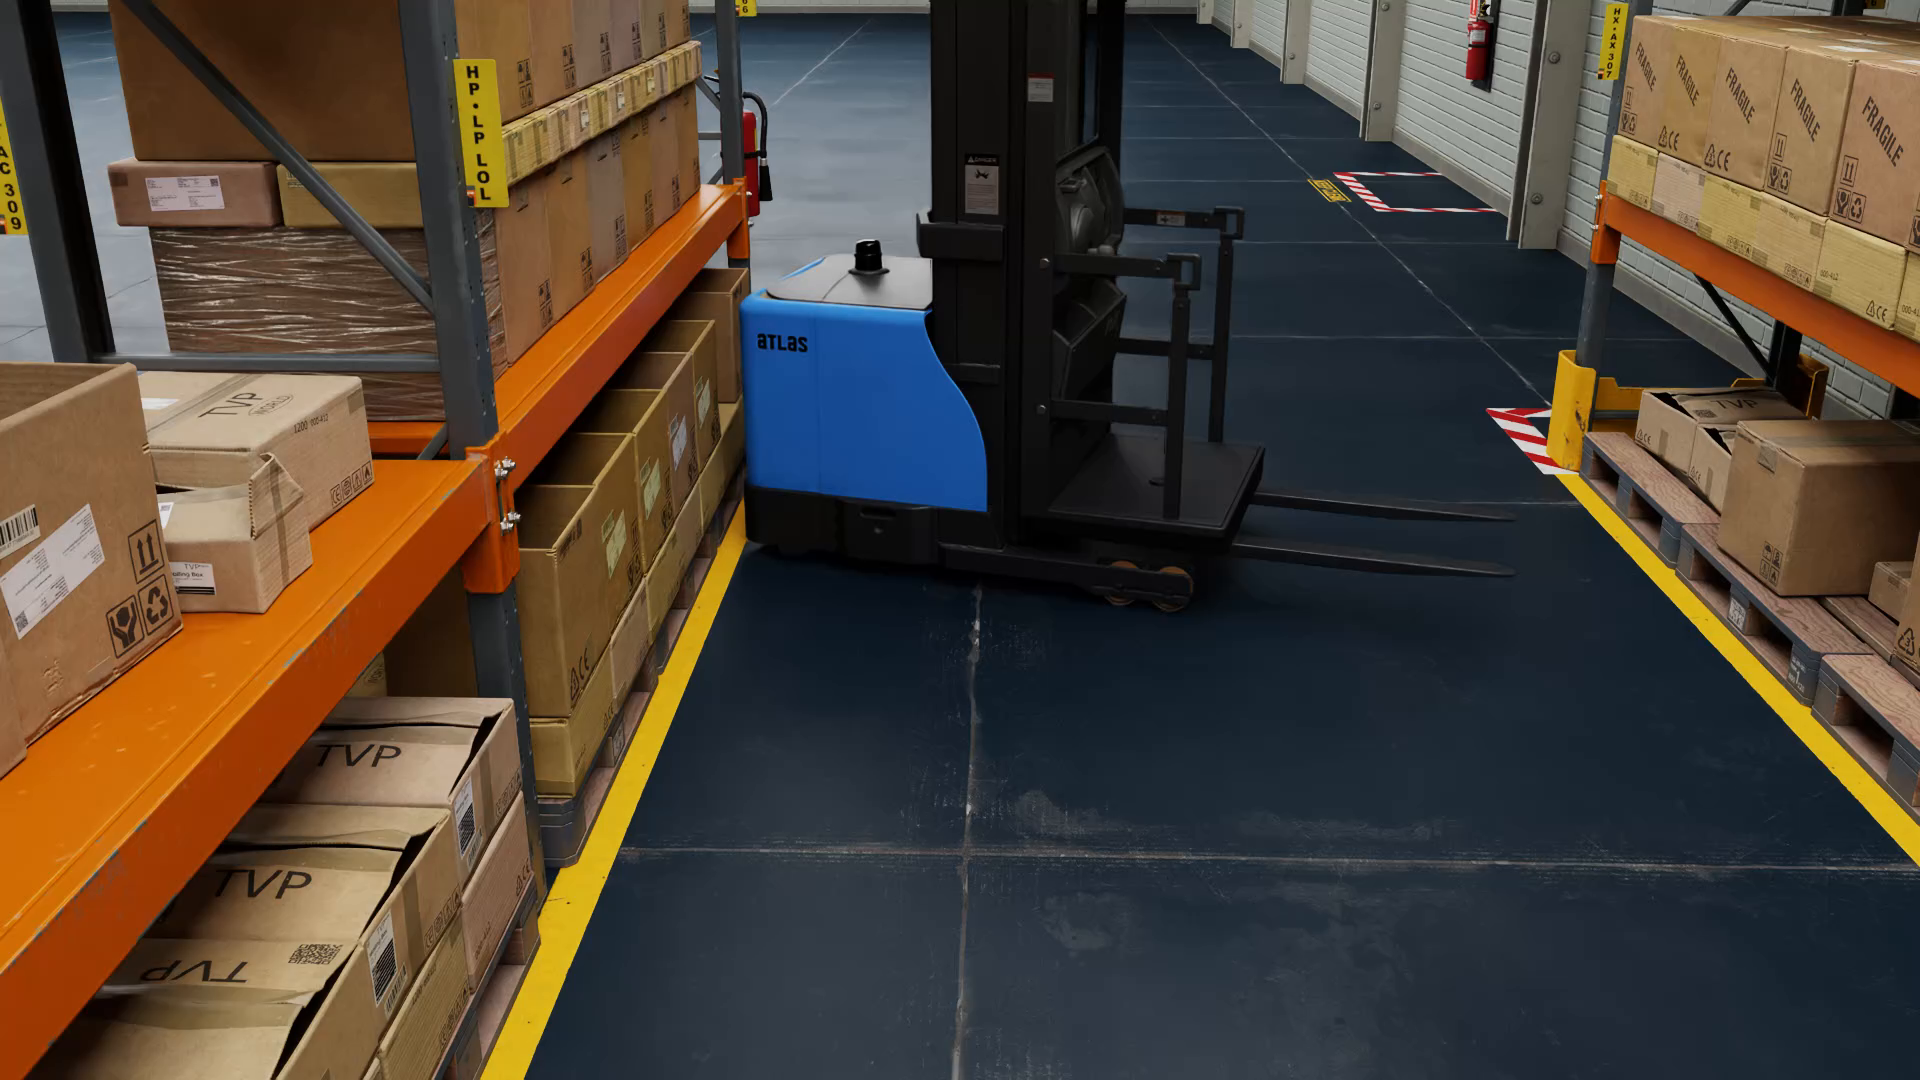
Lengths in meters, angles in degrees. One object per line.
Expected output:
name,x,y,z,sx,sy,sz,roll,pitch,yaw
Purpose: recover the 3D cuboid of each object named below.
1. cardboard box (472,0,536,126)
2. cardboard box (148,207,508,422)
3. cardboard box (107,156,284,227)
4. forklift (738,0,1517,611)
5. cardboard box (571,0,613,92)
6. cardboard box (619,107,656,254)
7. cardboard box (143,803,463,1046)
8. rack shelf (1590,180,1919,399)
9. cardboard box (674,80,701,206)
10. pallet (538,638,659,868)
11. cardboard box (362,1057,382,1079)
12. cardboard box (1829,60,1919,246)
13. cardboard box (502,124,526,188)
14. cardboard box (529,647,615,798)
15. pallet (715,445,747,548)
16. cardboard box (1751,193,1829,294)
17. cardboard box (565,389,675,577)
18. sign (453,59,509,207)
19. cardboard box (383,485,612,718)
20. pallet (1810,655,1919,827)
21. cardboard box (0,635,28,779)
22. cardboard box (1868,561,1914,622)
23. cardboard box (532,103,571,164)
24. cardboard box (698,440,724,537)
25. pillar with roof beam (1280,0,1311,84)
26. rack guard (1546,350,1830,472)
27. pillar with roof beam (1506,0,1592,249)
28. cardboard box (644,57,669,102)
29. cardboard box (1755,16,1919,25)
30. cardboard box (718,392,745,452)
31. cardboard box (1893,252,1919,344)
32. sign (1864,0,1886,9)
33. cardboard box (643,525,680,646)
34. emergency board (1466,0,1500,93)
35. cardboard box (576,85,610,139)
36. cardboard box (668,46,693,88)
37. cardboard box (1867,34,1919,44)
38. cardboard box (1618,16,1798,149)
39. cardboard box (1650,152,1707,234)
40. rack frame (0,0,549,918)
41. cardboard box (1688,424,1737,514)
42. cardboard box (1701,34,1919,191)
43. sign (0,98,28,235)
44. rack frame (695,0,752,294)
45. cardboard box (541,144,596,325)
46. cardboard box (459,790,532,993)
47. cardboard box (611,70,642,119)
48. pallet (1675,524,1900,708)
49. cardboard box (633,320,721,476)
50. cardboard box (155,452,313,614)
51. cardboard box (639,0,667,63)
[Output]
cardboard box,-1.603,-1.408,4.580,0.700,0.500,0.500,1,21,1
cardboard box,-1.617,-0.621,4.343,0.700,0.500,0.500,0,21,0
cardboard box,-1.830,-0.863,4.072,0.380,0.149,0.250,1,21,2
forklift,0.689,-1.310,6.354,3.031,2.935,1.130,7,22,16
cardboard box,-1.571,-1.770,5.512,0.700,0.500,0.500,1,21,2
cardboard box,-1.561,-1.368,6.270,0.700,0.500,0.500,1,21,2
cardboard box,-1.359,0.749,3.397,0.500,0.311,0.500,1,21,3
rack shelf,3.388,-0.748,5.805,1.077,0.370,4.000,1,21,2
cardboard box,-1.529,-1.738,7.222,0.700,0.500,0.500,1,21,2
pallet,-1.558,0.599,5.192,1.003,0.211,1.213,1,21,2
cardboard box,-1.379,1.194,3.027,0.500,0.250,0.500,1,21,3
cardboard box,3.068,-1.186,5.082,0.500,0.500,0.500,0,21,0
cardboard box,-1.409,-1.042,4.532,0.380,0.149,0.250,0,21,0
cardboard box,-1.307,0.508,4.793,0.500,0.250,0.500,1,21,2
pallet,-1.484,-0.283,7.466,1.003,0.211,1.213,1,21,2
cardboard box,3.076,-1.018,5.686,0.500,0.250,0.500,1,21,2
cardboard box,-1.267,-0.203,5.589,0.500,0.500,0.500,1,21,2
sign,-1.081,-0.914,3.746,0.100,0.325,0.005,1,21,2
cardboard box,-1.297,0.159,4.657,0.500,0.500,0.500,1,21,2
pallet,3.313,0.696,4.942,1.003,0.211,1.213,1,21,2
cardboard box,-1.695,0.189,2.257,0.500,0.500,0.500,1,21,2
cardboard box,3.396,0.186,5.737,0.380,0.149,0.250,-1,21,-3
cardboard box,-1.392,-1.227,5.009,0.380,0.149,0.250,0,21,0
cardboard box,-1.240,-0.215,6.656,0.500,0.250,0.500,1,21,2
pillar with roof beam,0.537,-10.896,22.672,9.100,9.000,0.400,1,21,2
rack guard,3.447,-0.614,7.920,1.175,0.500,0.348,1,21,2
pillar with roof beam,0.172,-6.558,11.489,9.100,9.000,0.400,1,21,2
cardboard box,-1.348,-1.790,6.462,0.380,0.149,0.250,1,21,2
cardboard box,3.647,-1.923,6.981,0.500,0.500,0.500,0,21,1
cardboard box,-1.223,-0.576,7.589,0.500,0.250,0.500,1,21,2
cardboard box,3.062,-0.654,4.748,0.500,0.250,0.500,1,21,2
sign,4.003,-2.480,7.237,0.100,0.325,0.005,1,21,2
cardboard box,-1.266,0.147,5.724,0.500,0.250,0.500,1,21,2
emergency board,4.588,-4.606,14.754,0.194,1.169,0.643,1,21,2
cardboard box,-1.379,-1.418,5.501,0.380,0.149,0.250,0,21,1
cardboard box,-1.330,-1.974,6.934,0.380,0.149,0.250,1,21,3
cardboard box,3.611,-1.554,6.030,0.500,0.500,0.500,0,21,0
cardboard box,3.134,-1.926,6.990,0.500,0.500,0.500,1,21,2
cardboard box,3.115,-1.385,6.632,0.500,0.250,0.500,0,21,0
rack frame,-1.624,-0.413,3.948,1.000,3.000,0.127,1,21,2
cardboard box,3.321,-0.303,6.772,0.500,0.311,0.500,2,21,6
cardboard box,3.087,-1.561,6.048,0.500,0.500,0.500,0,21,0
sign,-2.179,-0.860,3.791,0.100,0.325,0.005,1,21,2
rack frame,-1.502,-1.860,7.675,1.000,3.000,0.127,1,21,2
cardboard box,-1.588,-0.993,5.302,0.700,0.500,0.500,1,21,2
cardboard box,-1.347,0.826,3.975,0.500,0.250,0.500,0,21,1
cardboard box,-1.361,-1.600,5.972,0.380,0.149,0.250,1,21,3
pallet,3.347,0.254,6.082,1.003,0.211,1.213,1,21,2
cardboard box,-1.237,-0.564,6.521,0.500,0.500,0.500,1,21,2
cardboard box,-1.467,-0.031,3.148,0.396,0.266,0.258,0,21,0
cardboard box,-1.542,-2.133,6.448,0.700,0.500,0.500,0,21,0
